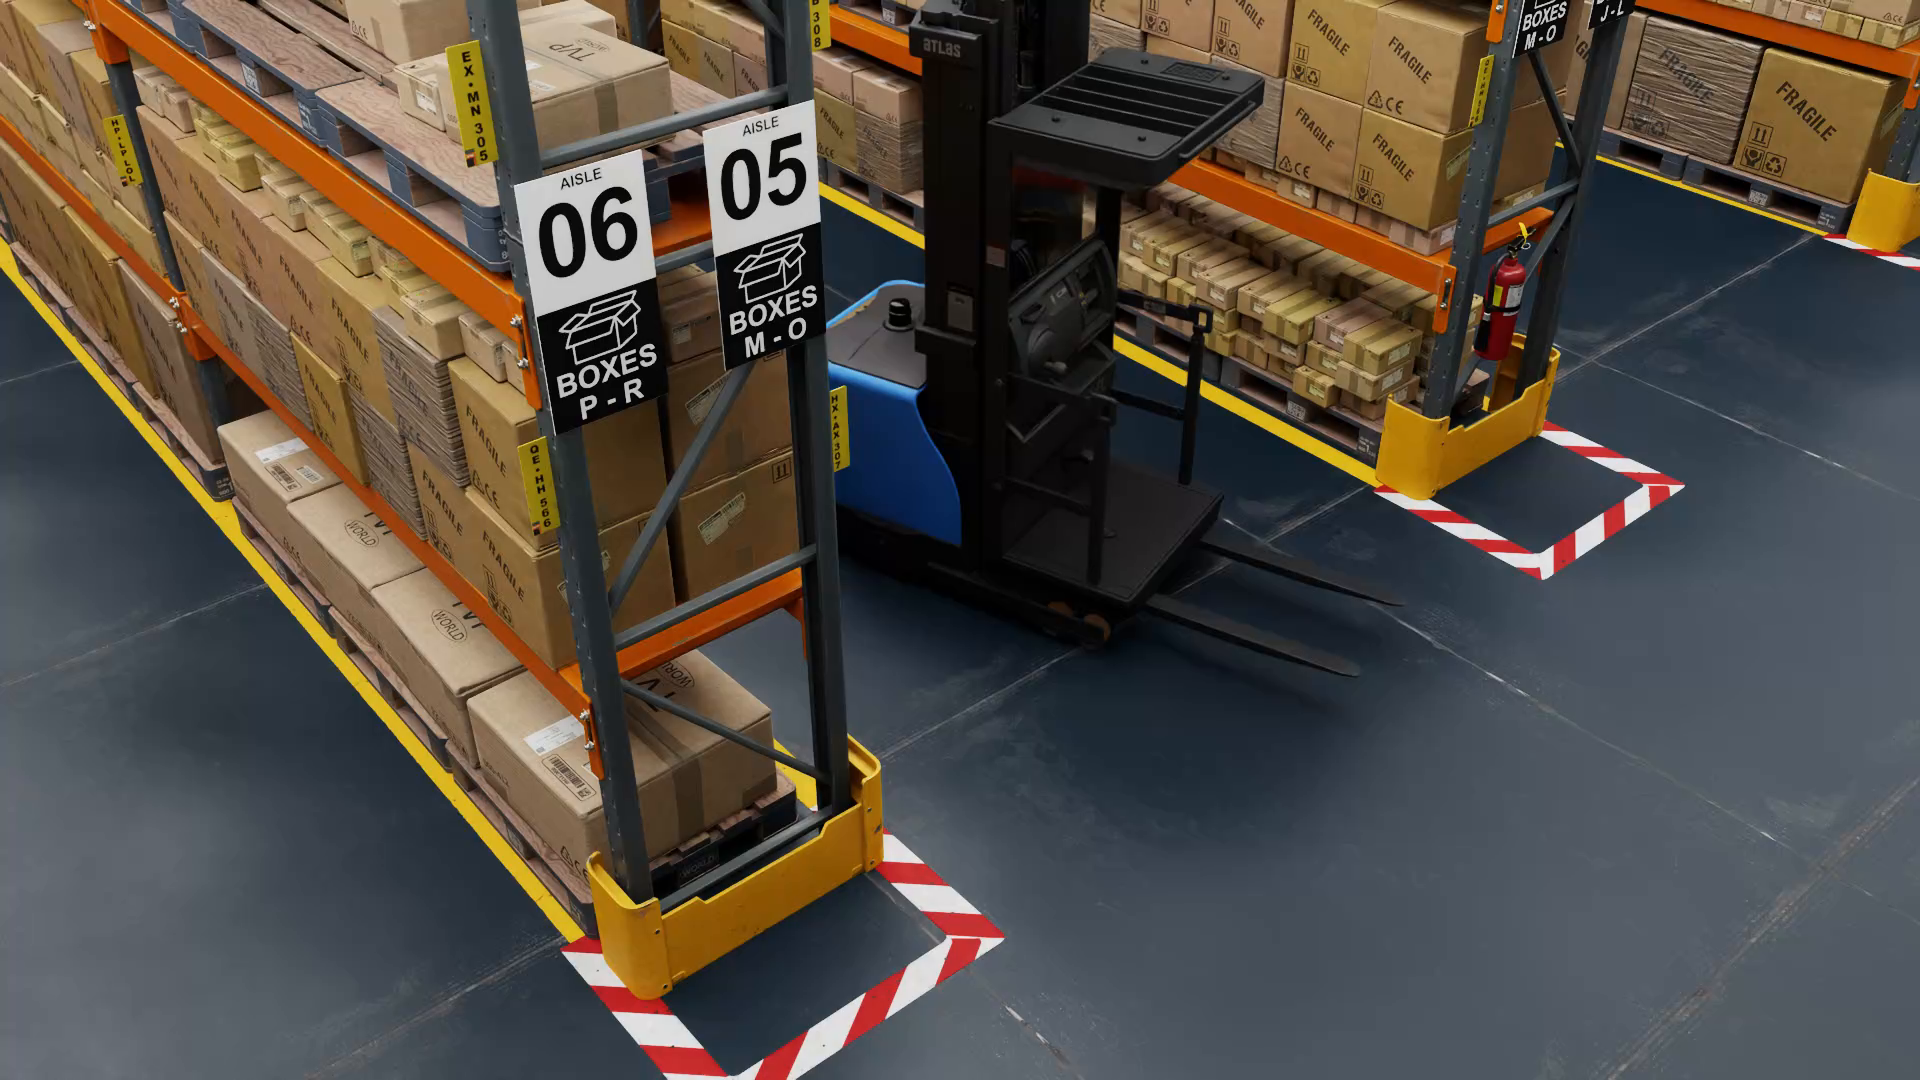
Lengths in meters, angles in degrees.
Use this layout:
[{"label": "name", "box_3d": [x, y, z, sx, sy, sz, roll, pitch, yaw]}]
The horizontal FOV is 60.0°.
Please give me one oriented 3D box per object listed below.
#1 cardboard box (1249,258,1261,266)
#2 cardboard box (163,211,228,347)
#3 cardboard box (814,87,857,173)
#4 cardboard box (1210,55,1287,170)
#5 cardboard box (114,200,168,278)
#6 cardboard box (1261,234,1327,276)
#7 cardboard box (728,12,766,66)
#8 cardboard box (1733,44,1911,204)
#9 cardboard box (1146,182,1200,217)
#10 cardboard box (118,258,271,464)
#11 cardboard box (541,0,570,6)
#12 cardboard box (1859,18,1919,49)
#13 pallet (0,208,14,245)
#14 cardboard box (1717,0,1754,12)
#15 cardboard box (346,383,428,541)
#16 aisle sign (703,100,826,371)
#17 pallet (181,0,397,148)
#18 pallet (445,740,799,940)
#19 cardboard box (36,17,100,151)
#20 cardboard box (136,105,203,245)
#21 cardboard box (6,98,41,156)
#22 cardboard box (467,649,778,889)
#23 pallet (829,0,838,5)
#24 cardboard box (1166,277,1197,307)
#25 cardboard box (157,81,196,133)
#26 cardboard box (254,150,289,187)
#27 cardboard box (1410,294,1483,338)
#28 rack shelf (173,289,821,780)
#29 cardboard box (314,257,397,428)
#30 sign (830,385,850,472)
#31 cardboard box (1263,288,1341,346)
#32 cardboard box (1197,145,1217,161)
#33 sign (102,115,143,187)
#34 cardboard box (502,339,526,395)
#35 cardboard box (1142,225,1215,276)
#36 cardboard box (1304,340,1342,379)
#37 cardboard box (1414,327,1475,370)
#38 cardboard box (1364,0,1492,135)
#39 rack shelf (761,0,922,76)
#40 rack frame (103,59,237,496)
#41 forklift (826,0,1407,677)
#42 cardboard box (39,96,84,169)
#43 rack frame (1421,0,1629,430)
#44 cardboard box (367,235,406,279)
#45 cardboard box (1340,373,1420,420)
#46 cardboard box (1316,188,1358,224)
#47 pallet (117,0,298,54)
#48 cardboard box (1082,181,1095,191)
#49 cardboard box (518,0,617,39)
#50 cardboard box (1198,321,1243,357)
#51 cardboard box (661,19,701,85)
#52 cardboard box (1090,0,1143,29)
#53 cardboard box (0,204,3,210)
[{"label": "cardboard box", "box_3d": [1.825, -1.694, 10.293, 0.380, 0.149, 0.250, -24, 42, -30]}, {"label": "cardboard box", "box_3d": [-3.336, -1.292, 7.793, 0.500, 0.500, 0.500, -25, 42, -30]}, {"label": "cardboard box", "box_3d": [-0.723, -3.057, 12.172, 0.500, 0.500, 0.500, -27, 43, -33]}, {"label": "cardboard box", "box_3d": [1.709, -2.395, 9.093, 0.500, 0.500, 0.500, -26, 43, -32]}, {"label": "cardboard box", "box_3d": [-3.921, -1.599, 8.443, 0.500, 0.250, 0.500, -27, 43, -33]}, {"label": "cardboard box", "box_3d": [2.051, -1.730, 10.087, 0.380, 0.149, 0.250, -24, 42, -30]}, {"label": "cardboard box", "box_3d": [-1.407, -3.828, 12.612, 0.500, 0.250, 0.500, -26, 43, -31]}, {"label": "cardboard box", "box_3d": [6.239, -3.043, 11.827, 0.875, 0.875, 0.875, -26, 43, -32]}, {"label": "cardboard box", "box_3d": [1.421, -2.203, 10.755, 0.380, 0.149, 0.250, -28, 44, -34]}, {"label": "cardboard box", "box_3d": [-3.900, -1.104, 9.090, 0.875, 0.875, 0.875, -25, 42, -30]}, {"label": "cardboard box", "box_3d": [-3.195, -5.153, 14.915, 1.050, 0.750, 0.750, -25, 42, -31]}, {"label": "cardboard box", "box_3d": [6.232, -3.418, 11.099, 0.380, 0.149, 0.250, -25, 42, -31]}, {"label": "pallet", "box_3d": [-6.523, -2.529, 12.040, 1.003, 0.211, 1.213, -26, 43, -32]}, {"label": "cardboard box", "box_3d": [5.572, -3.868, 11.735, 0.380, 0.149, 0.250, -27, 43, -33]}, {"label": "cardboard box", "box_3d": [-2.023, -0.395, 6.528, 0.500, 0.500, 0.500, -25, 42, -31]}, {"label": "aisle sign", "box_3d": [-0.589, -0.927, 5.115, 0.394, 0.787, 0.004, -26, 43, -32]}, {"label": "pallet", "box_3d": [-2.135, -1.840, 6.136, 1.003, 0.211, 1.213, -26, 43, -32]}, {"label": "pallet", "box_3d": [-1.433, 1.024, 7.022, 1.003, 0.211, 1.213, -26, 43, -32]}, {"label": "cardboard box", "box_3d": [-4.258, -2.334, 8.400, 0.500, 0.500, 0.500, -25, 42, -31]}, {"label": "cardboard box", "box_3d": [-3.316, -1.704, 7.510, 0.500, 0.500, 0.500, -26, 43, -31]}, {"label": "cardboard box", "box_3d": [-5.217, -2.497, 9.711, 0.500, 0.250, 0.500, -25, 42, -30]}, {"label": "cardboard box", "box_3d": [-1.360, 0.830, 6.737, 0.875, 0.438, 0.875, -28, 44, -33]}, {"label": "pallet", "box_3d": [-0.995, -4.276, 12.259, 1.003, 0.211, 1.213, -26, 43, -32]}, {"label": "cardboard box", "box_3d": [1.468, -1.509, 10.033, 0.380, 0.149, 0.250, -24, 42, -30]}, {"label": "cardboard box", "box_3d": [-3.255, -1.926, 7.262, 0.380, 0.149, 0.250, -25, 42, -31]}, {"label": "cardboard box", "box_3d": [-2.571, -1.488, 6.644, 0.380, 0.149, 0.250, -26, 43, -32]}, {"label": "cardboard box", "box_3d": [2.780, -1.289, 9.465, 0.380, 0.149, 0.250, -28, 44, -34]}, {"label": "rack shelf", "box_3d": [-2.148, -0.379, 7.214, 1.077, 0.370, 4.000, -26, 43, -32]}, {"label": "cardboard box", "box_3d": [-2.027, -0.802, 6.237, 0.500, 0.500, 0.500, -26, 43, -32]}, {"label": "sign", "box_3d": [-0.429, -0.380, 5.774, 0.100, 0.325, 0.005, -26, 43, -32]}, {"label": "cardboard box", "box_3d": [1.941, -1.270, 9.437, 0.380, 0.149, 0.250, -27, 43, -33]}, {"label": "cardboard box", "box_3d": [1.485, -2.329, 9.562, 0.380, 0.149, 0.250, -25, 42, -31]}, {"label": "sign", "box_3d": [-3.847, -1.789, 7.649, 0.100, 0.325, 0.005, -26, 43, -32]}, {"label": "cardboard box", "box_3d": [-1.242, -0.587, 5.372, 0.380, 0.149, 0.250, -25, 43, -31]}, {"label": "cardboard box", "box_3d": [1.331, -1.769, 10.141, 0.380, 0.149, 0.250, -26, 43, -32]}, {"label": "cardboard box", "box_3d": [2.173, -1.072, 9.415, 0.380, 0.149, 0.250, -27, 43, -33]}, {"label": "cardboard box", "box_3d": [2.717, -1.137, 9.507, 0.380, 0.149, 0.250, -24, 42, -30]}, {"label": "cardboard box", "box_3d": [2.374, -2.360, 8.179, 0.500, 0.500, 0.500, -27, 43, -33]}, {"label": "rack shelf", "box_3d": [-1.013, -4.036, 12.377, 1.077, 0.370, 4.000, -26, 43, -32]}, {"label": "rack frame", "box_3d": [-3.439, -1.556, 8.253, 1.000, 3.000, 0.127, -26, 43, -32]}, {"label": "forklift", "box_3d": [0.654, -1.027, 7.566, 3.031, 2.935, 1.130, 20, 40, 25]}, {"label": "cardboard box", "box_3d": [-4.576, -2.247, 8.926, 0.500, 0.250, 0.500, -25, 42, -31]}, {"label": "rack frame", "box_3d": [2.859, -1.681, 8.429, 1.000, 3.000, 0.127, -26, 43, -32]}, {"label": "cardboard box", "box_3d": [-1.901, -1.041, 6.013, 0.380, 0.149, 0.250, -26, 43, -32]}, {"label": "cardboard box", "box_3d": [2.360, -0.843, 9.350, 0.380, 0.149, 0.250, -25, 42, -31]}, {"label": "cardboard box", "box_3d": [2.127, -1.846, 8.879, 0.380, 0.149, 0.250, -26, 43, -32]}, {"label": "pallet", "box_3d": [-2.919, -2.379, 6.896, 1.003, 0.211, 1.213, -26, 43, -32]}, {"label": "cardboard box", "box_3d": [0.675, -2.231, 10.794, 0.380, 0.149, 0.250, -27, 43, -32]}, {"label": "cardboard box", "box_3d": [-1.384, -1.690, 5.614, 0.380, 0.149, 0.250, -24, 42, -30]}, {"label": "cardboard box", "box_3d": [1.630, -1.261, 9.940, 0.380, 0.149, 0.250, -28, 44, -34]}, {"label": "cardboard box", "box_3d": [-2.042, -3.957, 13.442, 0.500, 0.500, 0.500, -28, 44, -34]}, {"label": "cardboard box", "box_3d": [1.030, -3.270, 9.463, 0.500, 0.500, 0.500, -25, 42, -31]}, {"label": "cardboard box", "box_3d": [-6.377, -2.674, 11.742, 0.950, 0.372, 0.625, -29, 45, -35]}]
